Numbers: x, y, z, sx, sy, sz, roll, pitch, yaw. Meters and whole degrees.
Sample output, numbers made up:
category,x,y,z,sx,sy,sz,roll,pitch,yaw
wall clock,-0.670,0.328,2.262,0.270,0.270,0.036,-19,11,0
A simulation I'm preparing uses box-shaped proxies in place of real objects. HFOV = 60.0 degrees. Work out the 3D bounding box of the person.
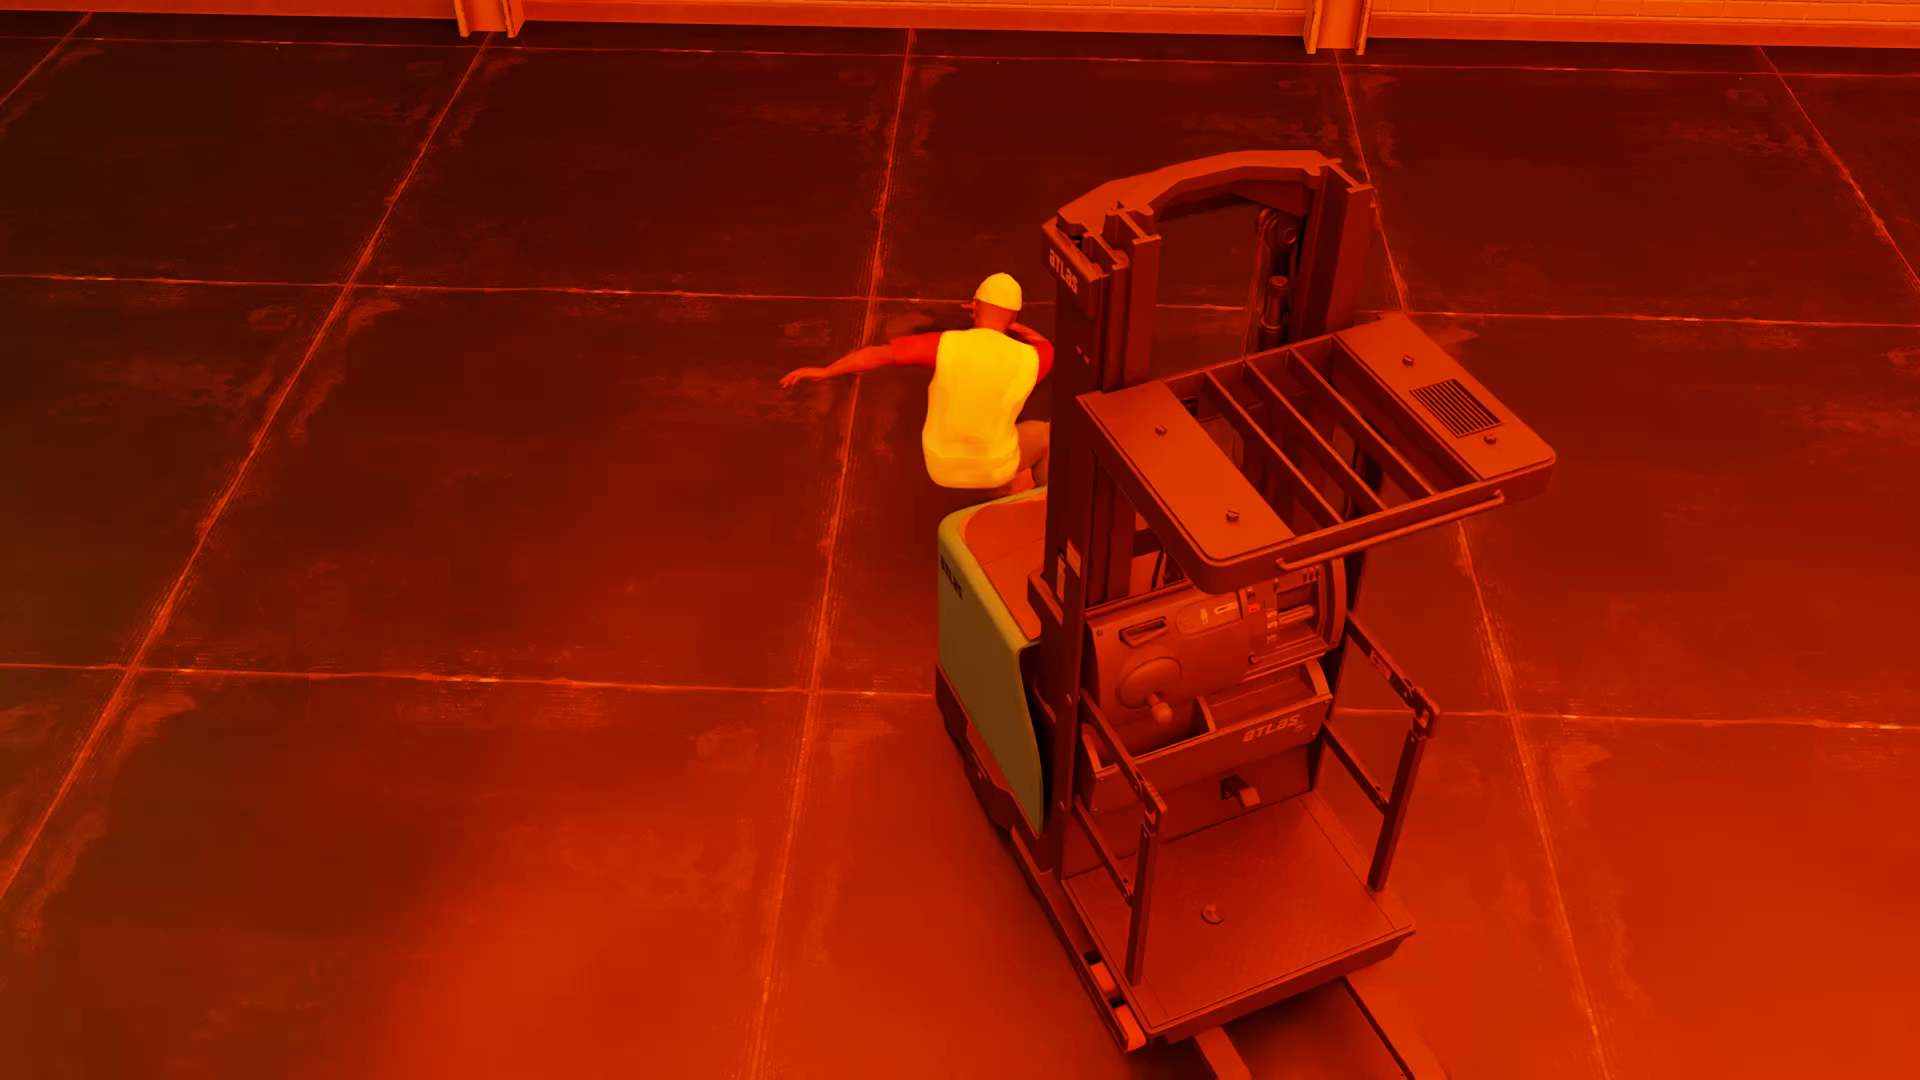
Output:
category,x,y,z,sx,sy,sz,roll,pitch,yaw
person,-0.048,-0.567,7.512,1.335,1.438,0.849,6,43,7

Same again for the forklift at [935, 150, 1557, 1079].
category,x,y,z,sx,sy,sz,roll,pitch,yaw
forklift,0.942,0.401,5.303,1.130,2.935,3.031,-16,45,-17
